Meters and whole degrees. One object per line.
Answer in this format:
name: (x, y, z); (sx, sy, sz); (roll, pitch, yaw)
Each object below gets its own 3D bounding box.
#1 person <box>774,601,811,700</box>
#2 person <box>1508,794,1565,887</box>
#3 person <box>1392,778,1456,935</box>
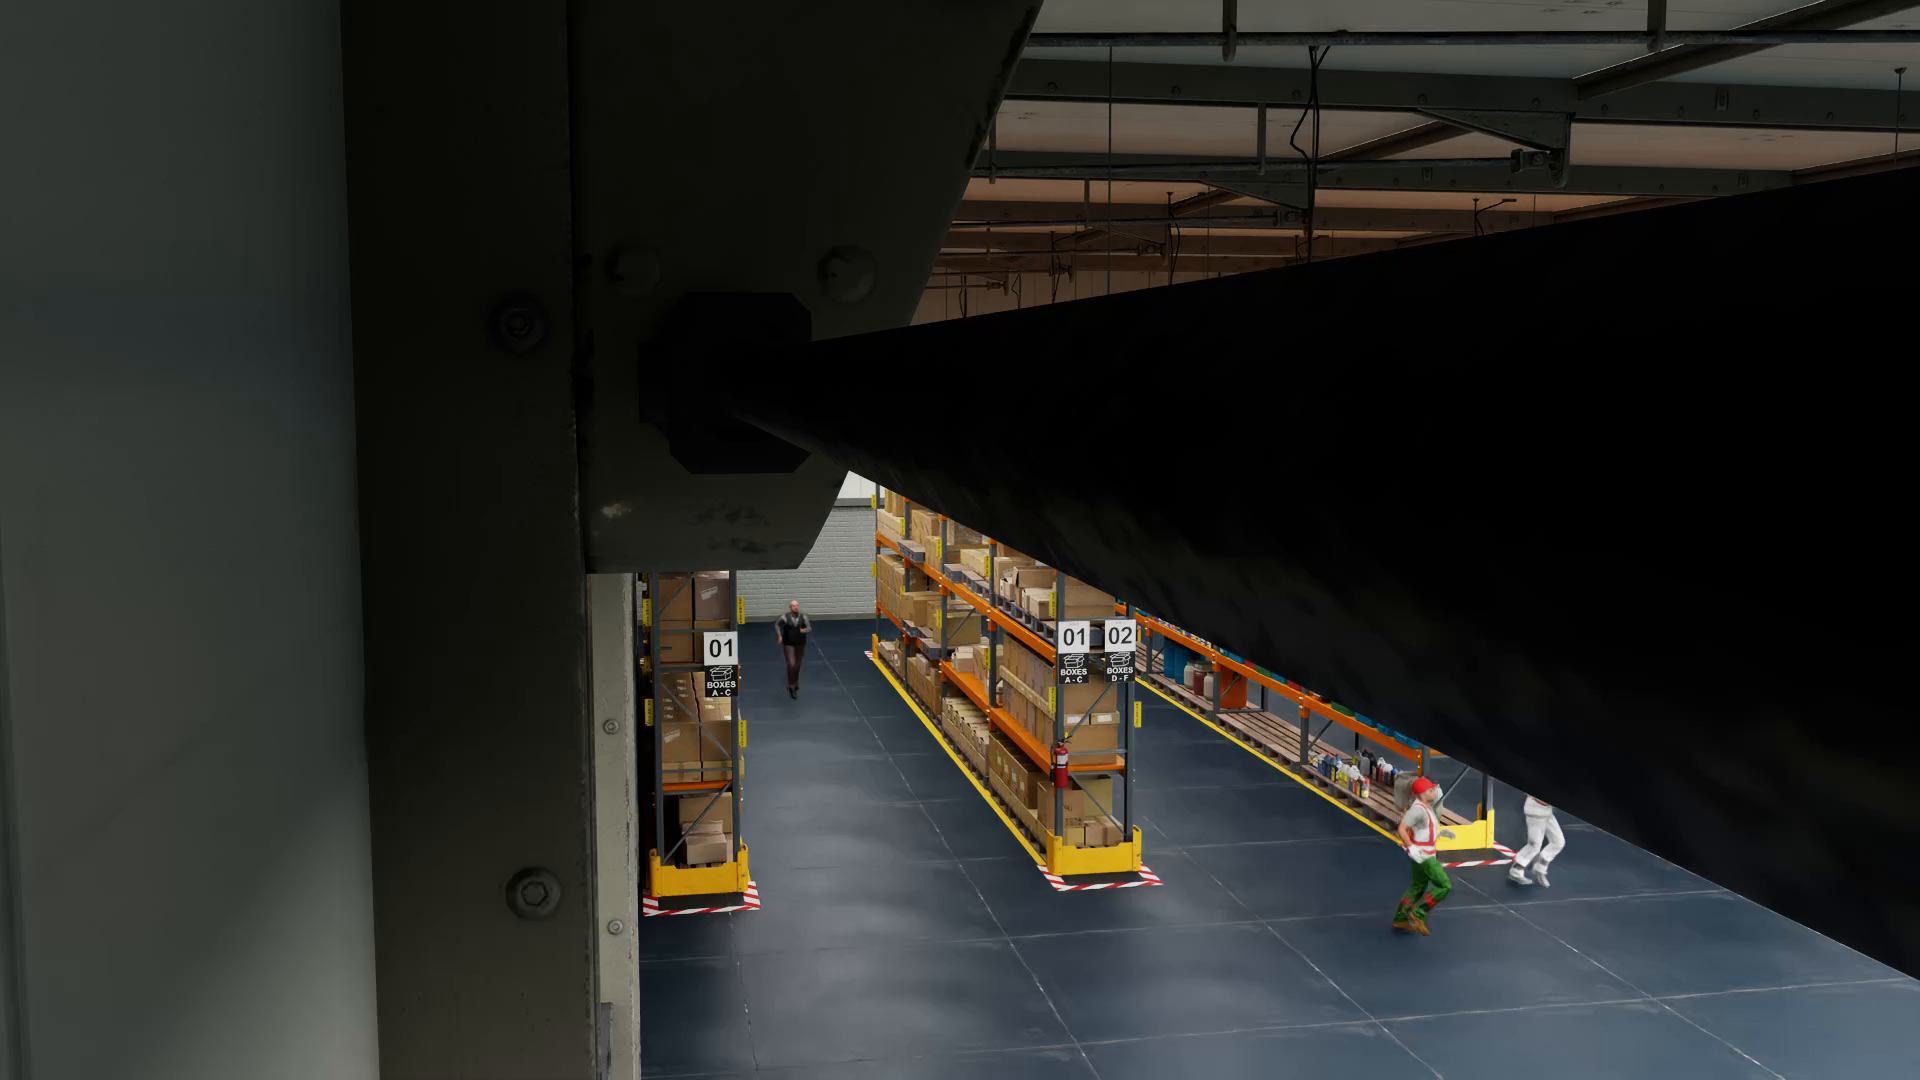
person: (-3.111, 2.036, 31.223); (0.630, 1.811, 0.763); (-2, 6, -23)
person: (7.107, 3.376, 20.293); (0.721, 1.814, 0.683); (4, 7, 32)
person: (5.205, 3.527, 18.615); (0.666, 1.753, 0.638); (2, 6, 17)
